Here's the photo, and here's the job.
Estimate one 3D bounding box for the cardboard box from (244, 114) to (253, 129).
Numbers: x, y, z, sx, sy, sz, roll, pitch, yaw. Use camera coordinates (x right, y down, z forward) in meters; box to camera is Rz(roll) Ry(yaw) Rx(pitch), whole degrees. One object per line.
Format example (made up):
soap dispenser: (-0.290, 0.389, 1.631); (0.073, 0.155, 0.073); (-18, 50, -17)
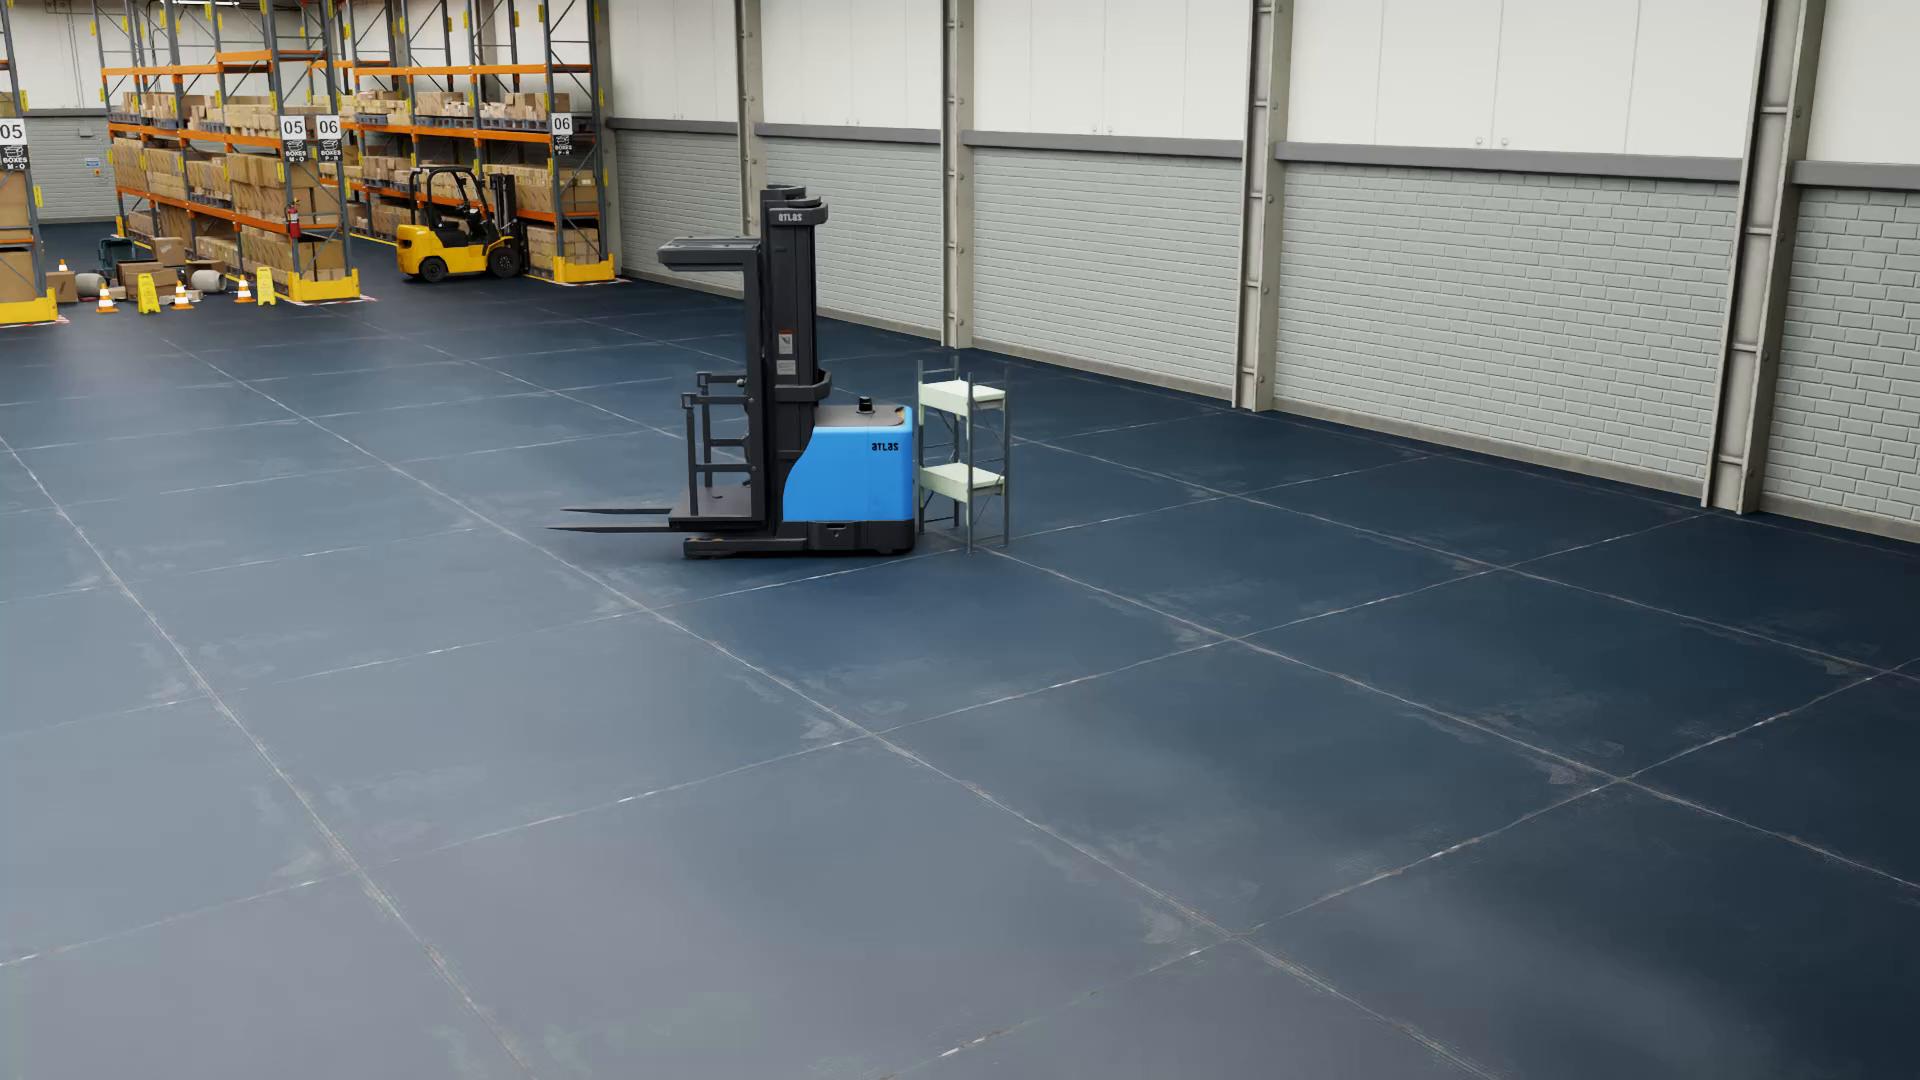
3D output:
cardboard box: (-12.849, -7.716, 30.624); (0.500, 0.250, 0.500); (-11, 19, -34)

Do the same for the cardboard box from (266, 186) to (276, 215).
cardboard box: (-12.576, -5.820, 31.252); (1.052, 1.739, 2.341); (-11, 19, -34)

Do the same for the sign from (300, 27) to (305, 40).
sign: (-17.262, -13.291, 43.673); (0.100, 0.325, 0.005); (-11, 19, -35)

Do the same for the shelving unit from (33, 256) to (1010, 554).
shelving unit: (-8.889, -3.825, 25.211); (6.146, 1.500, 30.241); (-10, 18, -33)

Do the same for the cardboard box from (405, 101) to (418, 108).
cardboard box: (-12.561, -10.023, 38.297); (0.380, 0.149, 0.250); (-10, 18, -33)

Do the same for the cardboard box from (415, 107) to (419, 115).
cardboard box: (-12.160, -9.748, 37.786); (0.380, 0.166, 0.250); (-11, 19, -35)

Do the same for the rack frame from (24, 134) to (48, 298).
rack frame: (-15.373, -5.016, 26.719); (1.000, 3.000, 0.127); (-11, 19, -35)

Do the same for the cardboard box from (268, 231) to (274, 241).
cardboard box: (-12.525, -5.609, 30.651); (0.380, 0.149, 0.250); (-10, 18, -34)

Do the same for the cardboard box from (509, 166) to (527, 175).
cardboard box: (-8.998, -7.559, 34.029); (0.380, 0.149, 0.250); (-11, 19, -35)

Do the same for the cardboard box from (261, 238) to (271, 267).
cardboard box: (-12.711, -5.394, 31.094); (0.500, 0.500, 0.500); (-11, 19, -36)

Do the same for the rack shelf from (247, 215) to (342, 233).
rack shelf: (-12.604, -5.980, 31.235); (0.919, 0.124, 3.809); (-11, 19, -35)

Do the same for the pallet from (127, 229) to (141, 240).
pallet: (-20.302, -7.718, 41.877); (1.003, 0.211, 1.213); (-11, 19, -35)

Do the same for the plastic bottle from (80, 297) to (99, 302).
plastic bottle: (-15.515, -4.289, 29.630); (0.133, 0.061, 0.283); (10, 18, 33)

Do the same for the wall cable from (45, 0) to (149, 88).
wall cable: (-23.798, -13.403, 45.999); (2.355, 3.000, 0.029); (-11, 19, -35)

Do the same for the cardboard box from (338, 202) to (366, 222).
cardboard box: (-16.069, -8.656, 43.961); (0.700, 0.500, 0.500); (-10, 18, -32)

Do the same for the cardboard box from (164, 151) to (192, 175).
cardboard box: (-17.242, -8.329, 36.743); (0.500, 0.500, 0.500); (-11, 19, -34)

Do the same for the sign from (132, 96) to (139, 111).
sign: (-18.932, -10.016, 38.177); (0.100, 0.325, 0.005); (-11, 19, -35)

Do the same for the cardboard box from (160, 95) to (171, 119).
cardboard box: (-16.868, -9.393, 36.047); (0.700, 0.500, 0.500); (-12, 19, -37)

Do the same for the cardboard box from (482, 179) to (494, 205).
cardboard box: (-9.717, -7.344, 35.036); (0.500, 0.500, 0.500); (-12, 19, -36)

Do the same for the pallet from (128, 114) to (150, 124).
pallet: (-18.956, -9.948, 39.227); (1.003, 0.211, 1.213); (-11, 19, -35)

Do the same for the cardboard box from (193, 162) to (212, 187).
cardboard box: (-15.742, -7.666, 34.854); (0.500, 0.500, 0.500); (-10, 18, -32)

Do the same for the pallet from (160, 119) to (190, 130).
pallet: (-16.553, -8.999, 35.948); (1.213, 0.211, 1.003); (-10, 18, -32)

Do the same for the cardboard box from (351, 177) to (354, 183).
cardboard box: (-15.338, -9.211, 42.524); (0.380, 0.149, 0.250); (-10, 18, -33)

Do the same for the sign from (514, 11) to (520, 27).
sign: (-9.304, -10.932, 34.903); (0.100, 0.325, 0.005); (-11, 19, -35)

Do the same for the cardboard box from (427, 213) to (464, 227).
cardboard box: (-11.763, -7.207, 38.428); (0.875, 0.625, 0.625); (-10, 18, -33)

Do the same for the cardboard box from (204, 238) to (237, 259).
cardboard box: (-15.367, -6.170, 35.121); (0.950, 0.372, 0.625); (-11, 19, -36)

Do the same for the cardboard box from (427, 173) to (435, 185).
cardboard box: (-11.762, -8.214, 37.742); (0.500, 0.250, 0.500); (-10, 18, -33)

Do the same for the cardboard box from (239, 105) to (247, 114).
cardboard box: (-13.215, -8.038, 31.045); (0.380, 0.149, 0.250); (-12, 19, -36)

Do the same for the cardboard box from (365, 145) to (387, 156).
cardboard box: (-15.131, -9.931, 42.980); (0.500, 0.500, 0.500); (-11, 19, -36)

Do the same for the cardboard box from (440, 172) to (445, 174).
cardboard box: (-11.402, -8.258, 37.149); (0.380, 0.149, 0.250); (-10, 18, -33)

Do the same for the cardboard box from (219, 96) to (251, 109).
cardboard box: (-14.224, -8.582, 32.608); (0.500, 0.250, 0.500); (-10, 18, -33)

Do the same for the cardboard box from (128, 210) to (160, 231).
cardboard box: (-20.367, -8.063, 41.913); (0.875, 0.438, 0.875); (-12, 19, -36)

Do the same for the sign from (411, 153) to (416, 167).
sign: (-12.552, -8.719, 38.207); (0.100, 0.325, 0.005); (-11, 19, -35)

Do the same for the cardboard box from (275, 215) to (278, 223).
cardboard box: (-12.193, -5.826, 30.156); (0.380, 0.149, 0.250); (-11, 19, -35)

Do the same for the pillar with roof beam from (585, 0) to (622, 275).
pillar with roof beam: (-10.578, -9.091, 30.244); (9.100, 9.000, 0.400); (-11, 19, -35)

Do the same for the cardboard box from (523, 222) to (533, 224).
cardboard box: (-9.142, -6.422, 34.378); (0.500, 0.250, 0.500); (-10, 18, -33)

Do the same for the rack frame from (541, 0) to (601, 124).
rack frame: (-7.415, -9.470, 31.631); (1.000, 3.000, 0.127); (-11, 19, -35)

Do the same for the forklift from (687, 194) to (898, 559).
forklift: (-12.956, -8.371, 27.593); (24.083, 9.011, 32.329); (0, 15, -2)

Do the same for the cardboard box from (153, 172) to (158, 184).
cardboard box: (-18.124, -8.292, 38.027); (0.500, 0.250, 0.500); (-11, 18, -34)

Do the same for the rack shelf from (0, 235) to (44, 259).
rack shelf: (-16.549, -5.096, 28.374); (1.077, 0.370, 4.000); (-11, 19, -35)

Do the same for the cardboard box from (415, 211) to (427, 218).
cardboard box: (-12.614, -7.661, 39.095); (0.380, 0.149, 0.250); (-12, 19, -37)

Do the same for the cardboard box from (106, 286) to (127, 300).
cardboard box: (-15.224, -4.470, 29.904); (0.396, 0.266, 0.258); (-7, 17, -25)

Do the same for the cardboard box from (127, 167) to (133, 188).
cardboard box: (-19.873, -8.804, 40.370); (0.500, 0.500, 0.500); (-10, 18, -33)

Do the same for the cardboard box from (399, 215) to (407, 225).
cardboard box: (-13.137, -7.559, 39.950); (0.500, 0.500, 0.500); (-10, 18, -32)

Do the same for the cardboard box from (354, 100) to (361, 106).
cardboard box: (-14.650, -10.727, 40.833); (0.380, 0.149, 0.250); (-10, 18, -33)

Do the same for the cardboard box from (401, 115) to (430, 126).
cardboard box: (-12.617, -9.731, 38.551); (0.500, 0.250, 0.500); (-12, 19, -36)

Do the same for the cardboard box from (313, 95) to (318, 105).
cardboard box: (-16.765, -11.619, 43.936); (0.500, 0.250, 0.500); (-11, 19, -35)
